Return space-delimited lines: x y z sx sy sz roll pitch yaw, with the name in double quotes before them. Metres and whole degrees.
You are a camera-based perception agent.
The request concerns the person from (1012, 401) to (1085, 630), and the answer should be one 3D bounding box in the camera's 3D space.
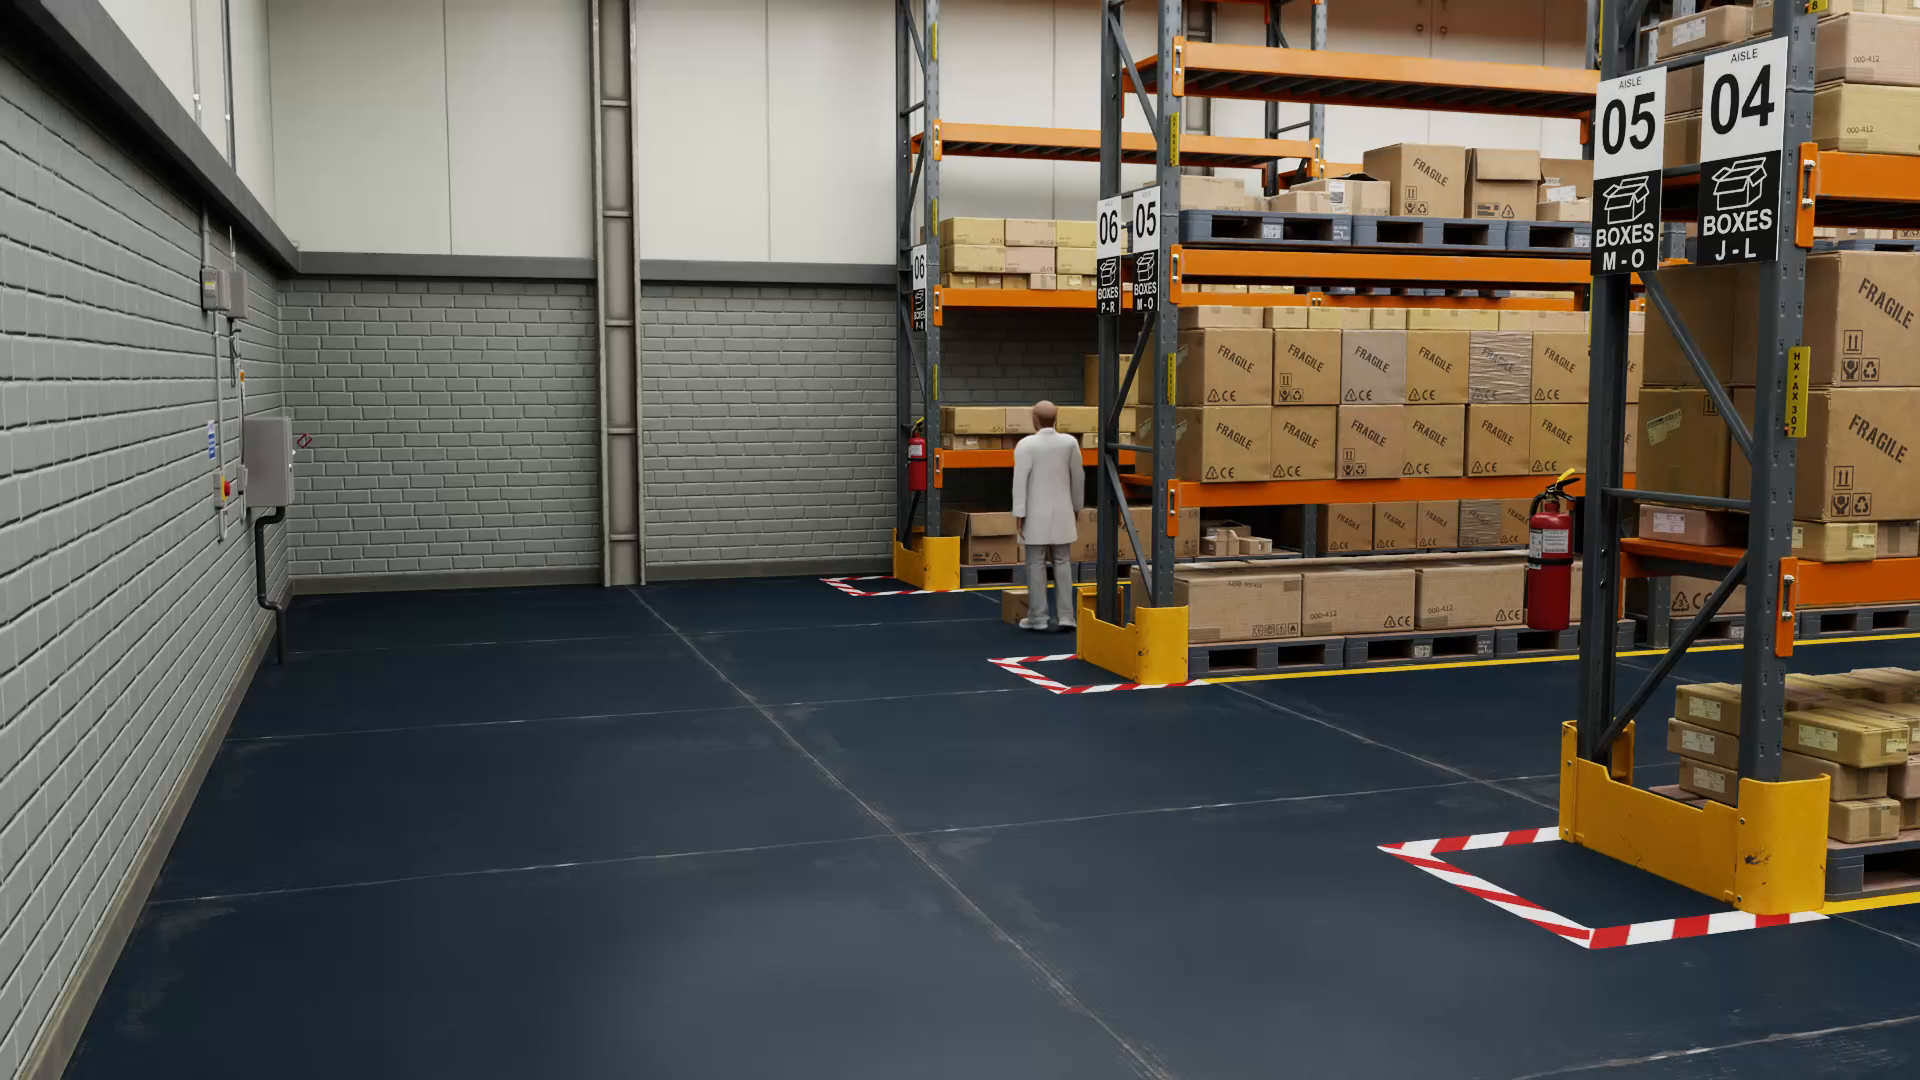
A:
"person" 0.682 -0.187 12.997 0.645 1.802 0.458 -2 6 -19
